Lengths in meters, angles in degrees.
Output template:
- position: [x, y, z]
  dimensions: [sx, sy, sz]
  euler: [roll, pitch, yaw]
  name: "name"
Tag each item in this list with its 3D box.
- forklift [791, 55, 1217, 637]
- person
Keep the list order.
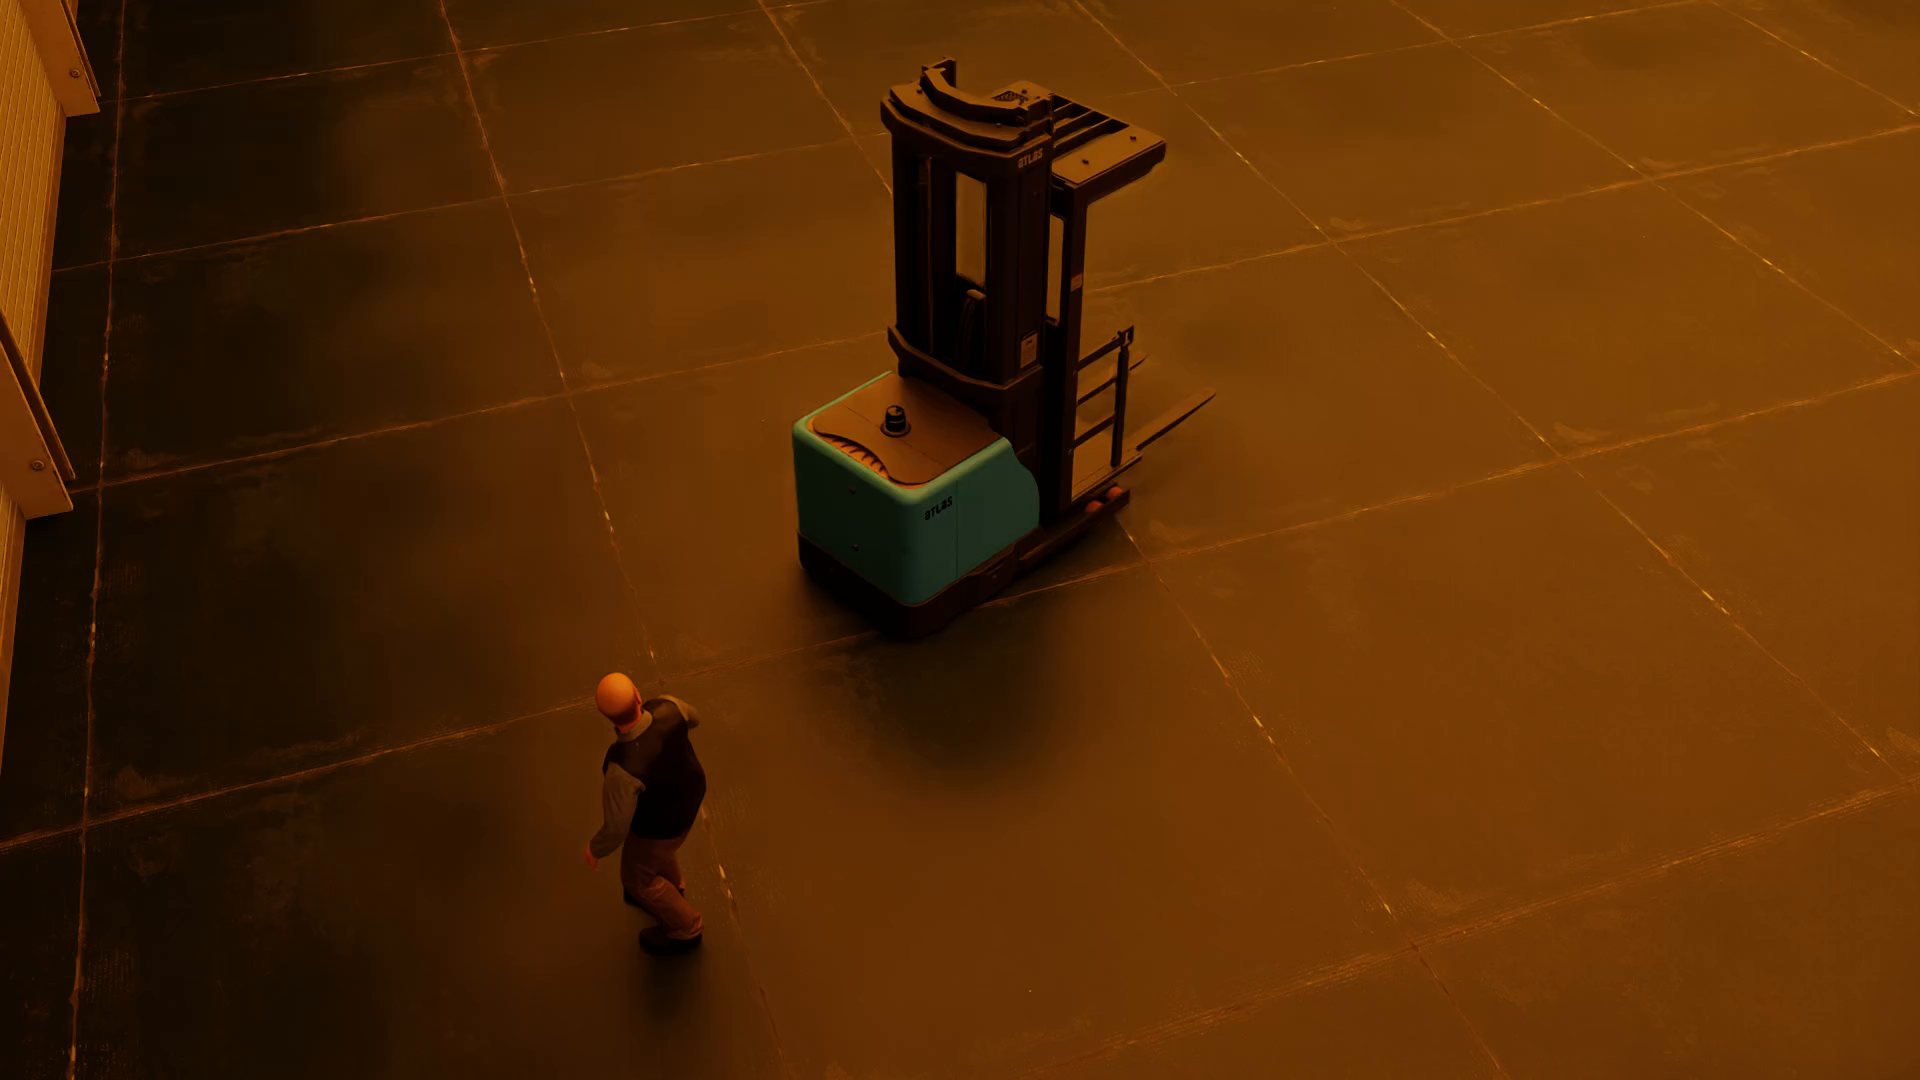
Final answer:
- position: [0.423, -1.411, 9.677]
  dimensions: [1.130, 2.935, 3.031]
  euler: [32, 50, 33]
  name: "forklift"
- position: [-1.437, 1.227, 7.515]
  dimensions: [0.516, 1.687, 0.731]
  euler: [9, 41, 10]
  name: "person"
